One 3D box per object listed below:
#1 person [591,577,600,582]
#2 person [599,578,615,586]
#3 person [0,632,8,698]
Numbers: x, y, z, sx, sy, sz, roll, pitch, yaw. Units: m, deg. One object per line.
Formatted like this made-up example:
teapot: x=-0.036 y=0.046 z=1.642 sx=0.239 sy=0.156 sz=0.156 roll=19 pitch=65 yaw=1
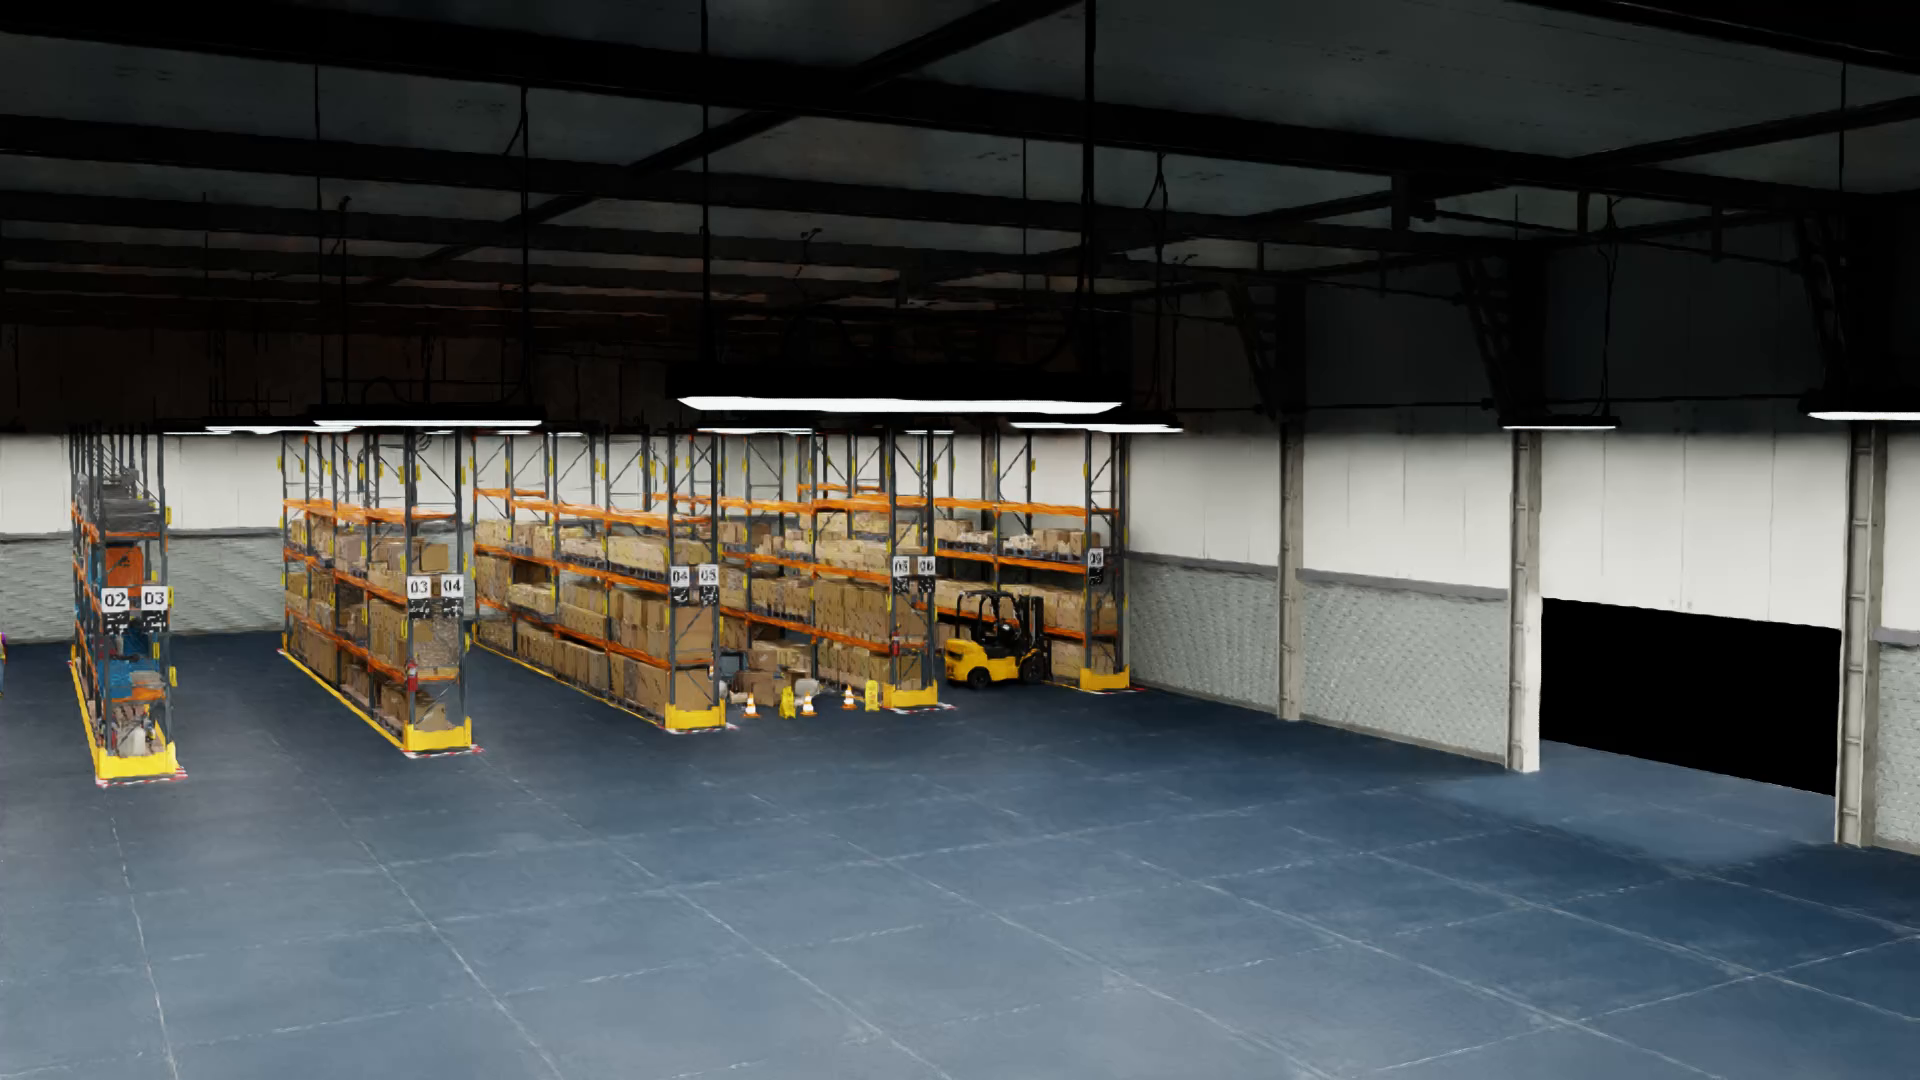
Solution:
person: x=-10.389 y=1.916 z=47.380 sx=0.580 sy=1.767 sz=0.735 roll=-2 pitch=4 yaw=-26
person: x=-10.957 y=1.648 z=51.439 sx=0.688 sy=1.764 sz=0.525 roll=2 pitch=4 yaw=26
person: x=-21.286 y=2.607 z=36.568 sx=0.577 sy=1.691 sz=1.114 roll=-2 pitch=4 yaw=-28
